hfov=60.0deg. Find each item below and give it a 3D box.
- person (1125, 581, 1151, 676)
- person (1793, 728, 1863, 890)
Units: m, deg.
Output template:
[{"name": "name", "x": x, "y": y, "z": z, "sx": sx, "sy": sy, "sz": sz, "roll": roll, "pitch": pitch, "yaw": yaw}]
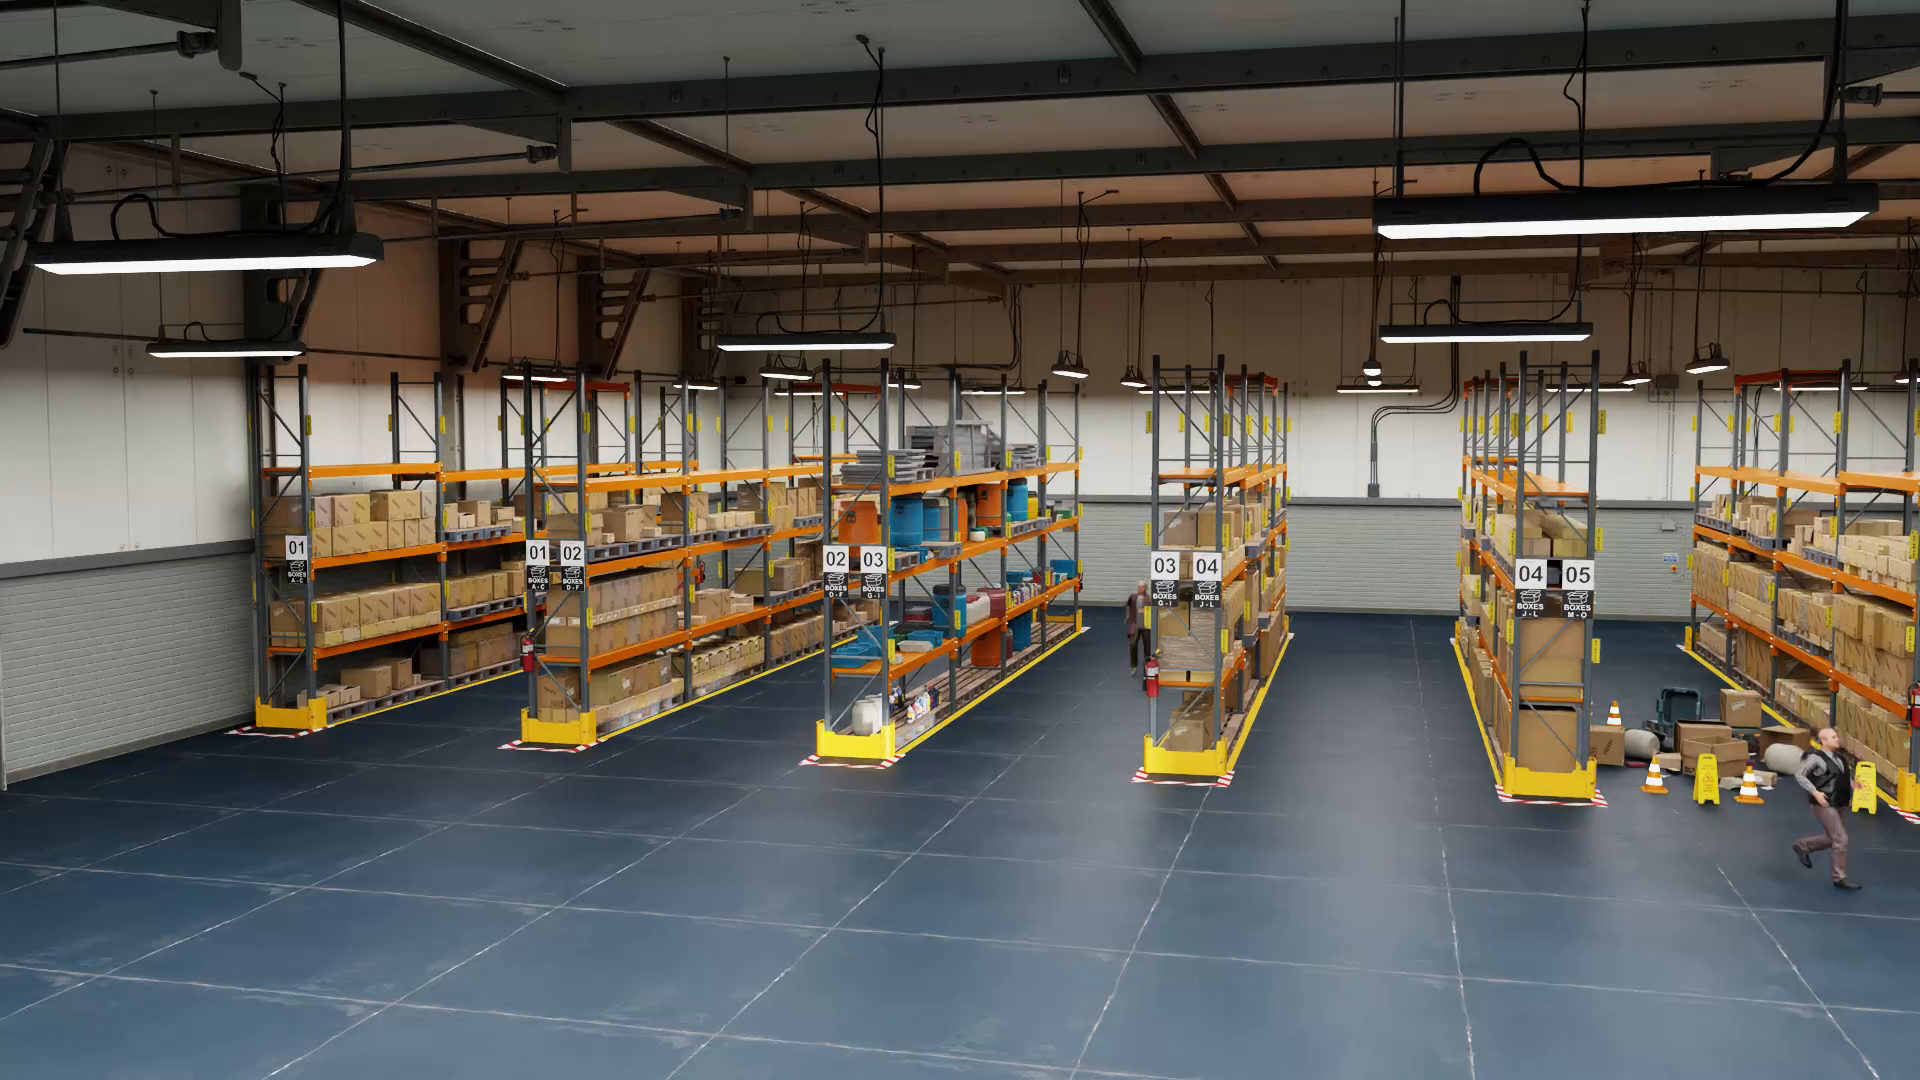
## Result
[{"name": "person", "x": 3.482, "y": 1.723, "z": 31.932, "sx": 0.684, "sy": 1.709, "sz": 0.915, "roll": 1, "pitch": 4, "yaw": 17}, {"name": "person", "x": 9.466, "y": 2.901, "z": 18.155, "sx": 0.669, "sy": 1.697, "sz": 0.875, "roll": -2, "pitch": 5, "yaw": -29}]
